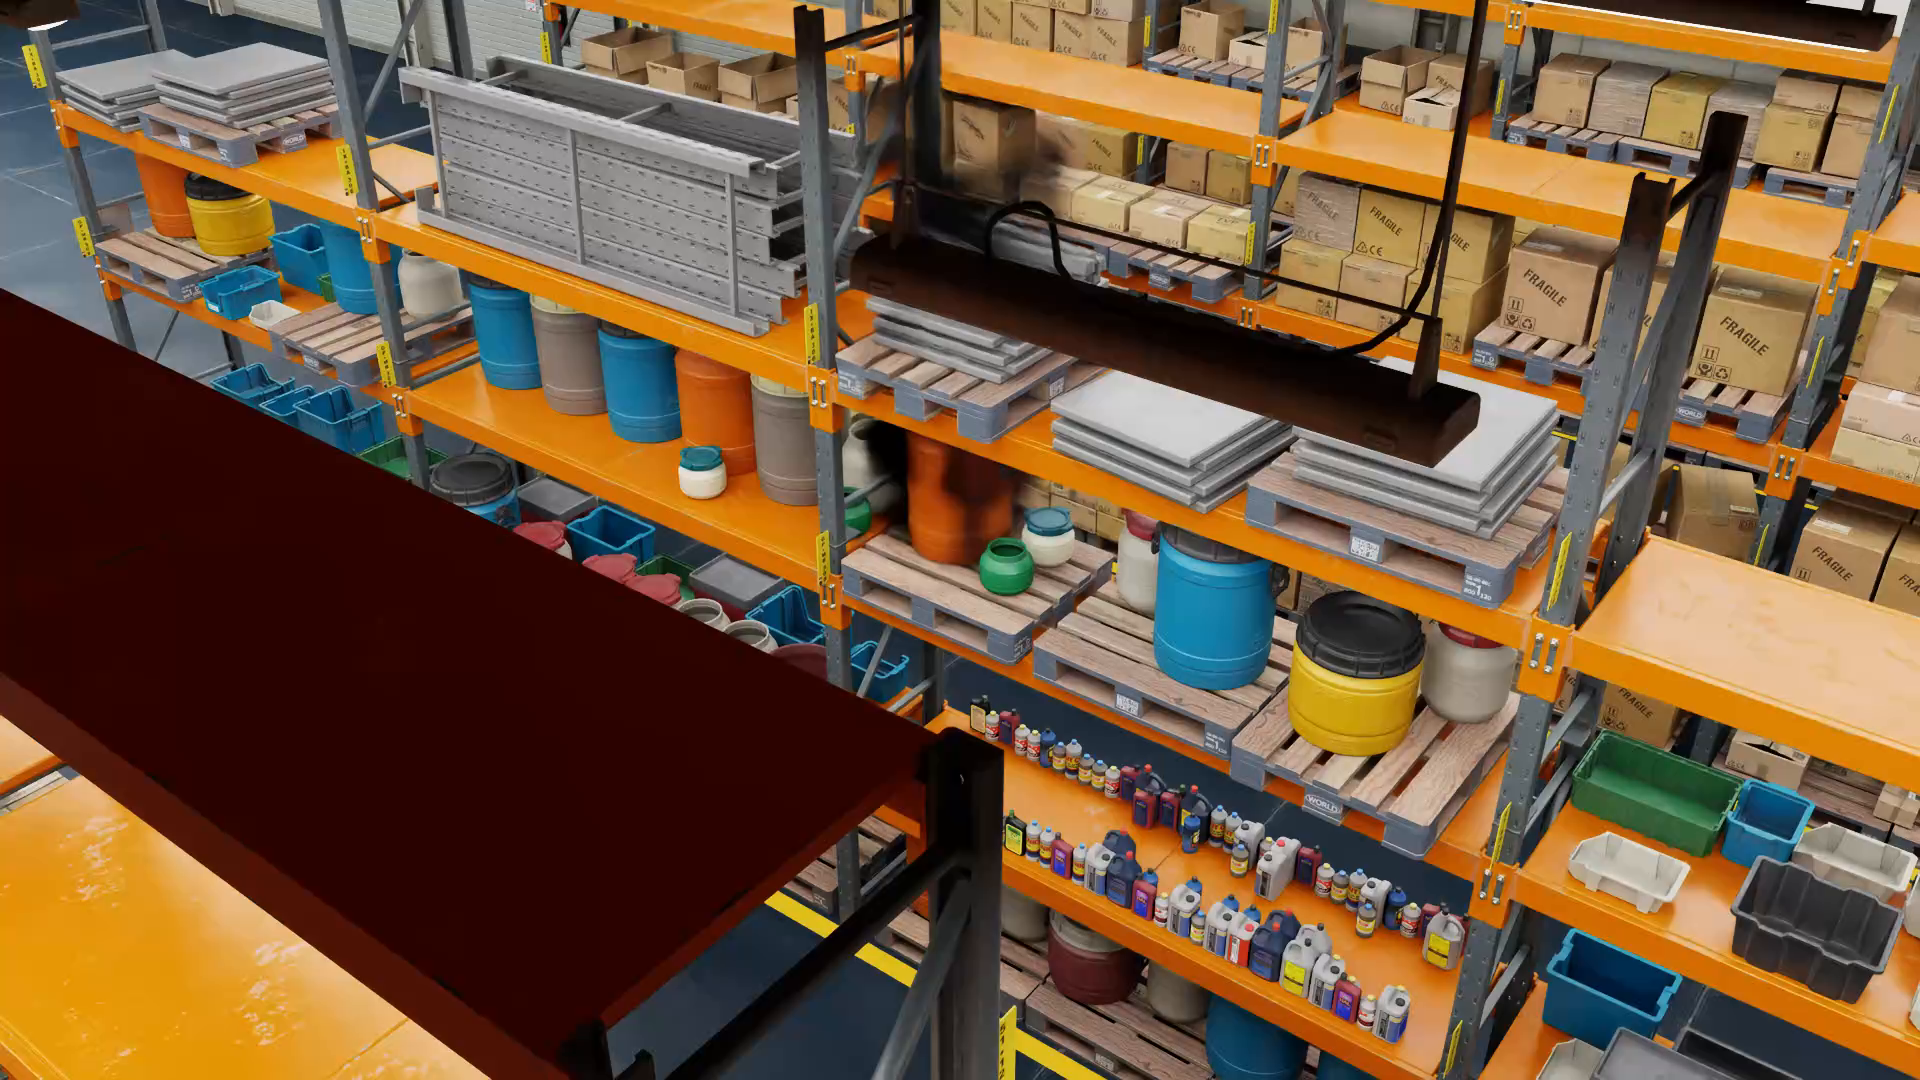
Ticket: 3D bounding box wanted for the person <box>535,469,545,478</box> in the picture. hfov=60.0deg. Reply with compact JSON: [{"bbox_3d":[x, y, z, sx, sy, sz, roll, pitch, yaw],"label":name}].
[{"bbox_3d":[-3.667,-0.792,14.910,0.540,1.732,0.684,11,33,17],"label":"person"}]
